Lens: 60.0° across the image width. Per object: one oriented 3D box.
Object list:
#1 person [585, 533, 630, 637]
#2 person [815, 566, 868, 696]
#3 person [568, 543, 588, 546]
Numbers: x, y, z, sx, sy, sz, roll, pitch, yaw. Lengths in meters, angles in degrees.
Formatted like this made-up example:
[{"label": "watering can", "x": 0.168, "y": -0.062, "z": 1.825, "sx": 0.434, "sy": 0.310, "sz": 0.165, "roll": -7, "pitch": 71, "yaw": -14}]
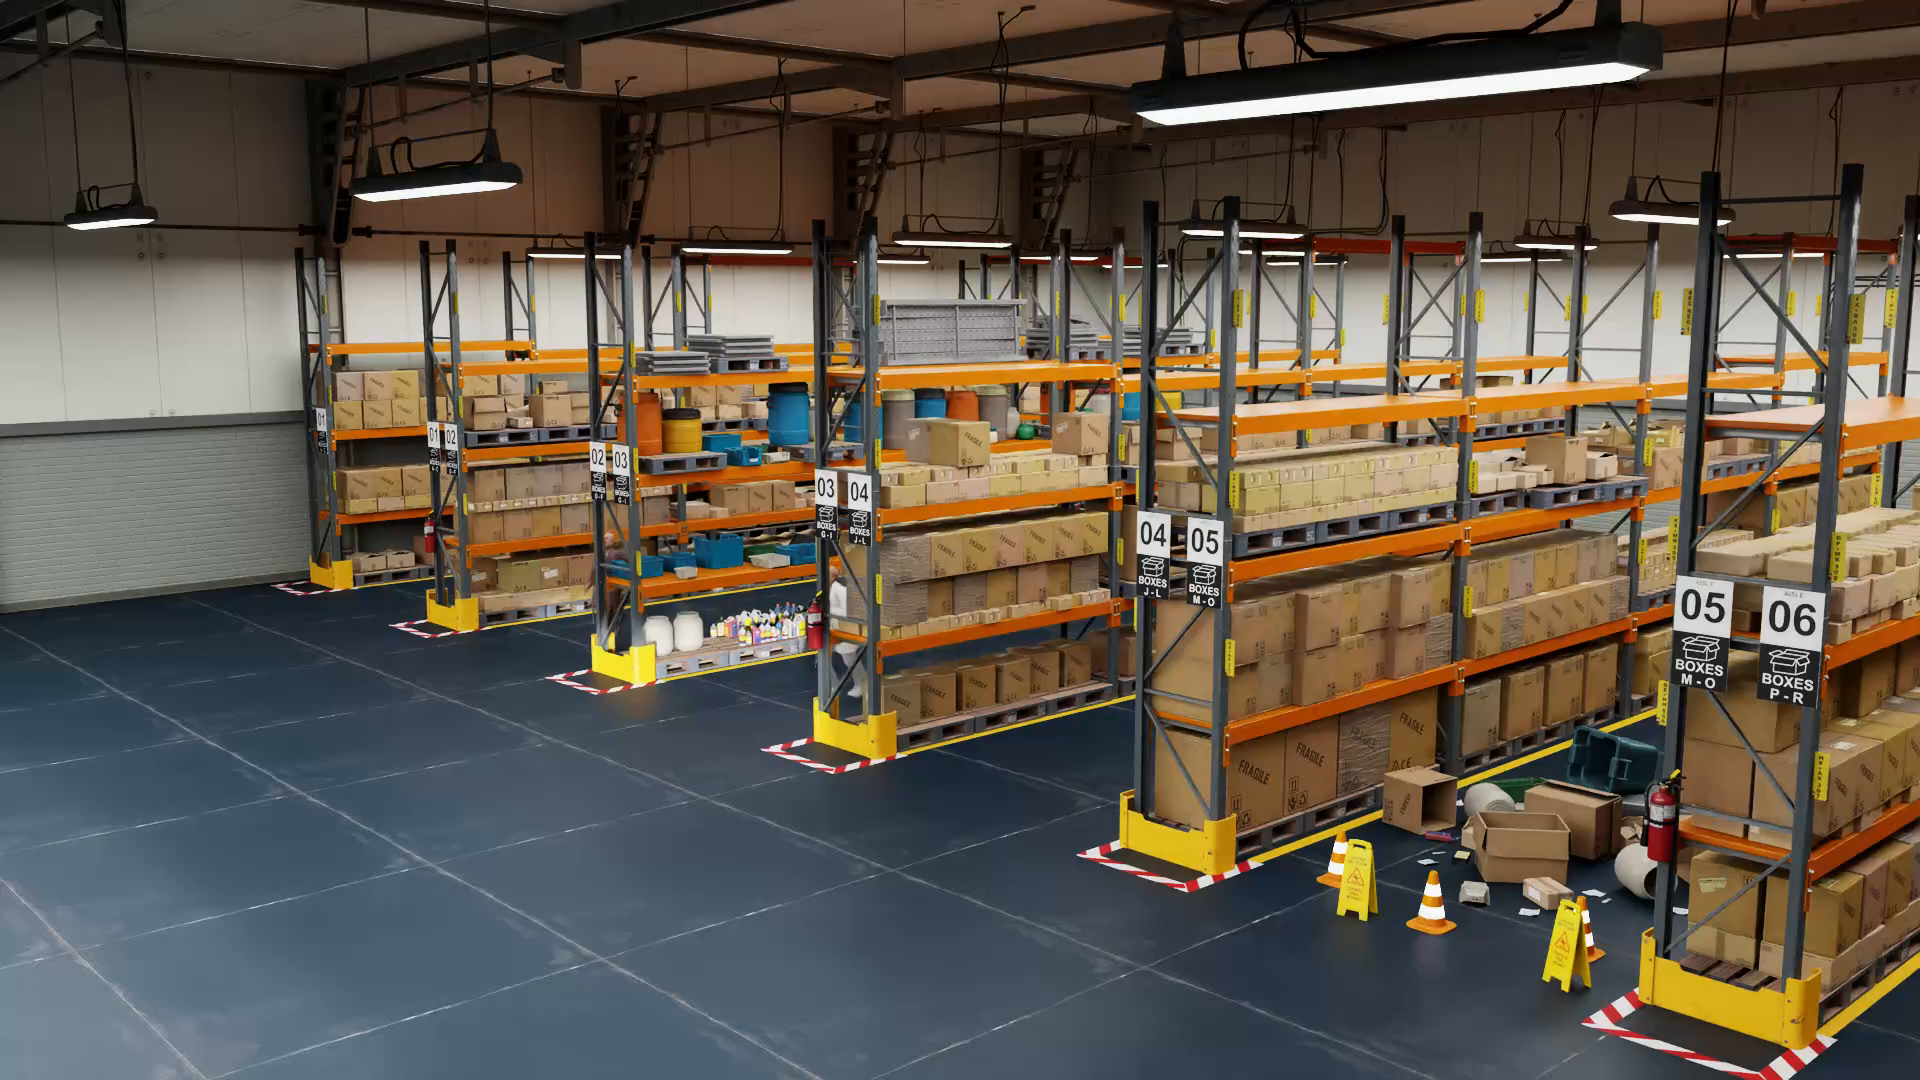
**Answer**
[{"label": "person", "x": -5.135, "y": 0.748, "z": 24.394, "sx": 0.708, "sy": 1.734, "sz": 0.680, "roll": 4, "pitch": 9, "yaw": 23}, {"label": "person", "x": -1.506, "y": 1.262, "z": 21.182, "sx": 0.921, "sy": 1.738, "sz": 0.685, "roll": -7, "pitch": 11, "yaw": -38}, {"label": "person", "x": -6.925, "y": -0.104, "z": 30.350, "sx": 0.588, "sy": 1.716, "sz": 0.686, "roll": 4, "pitch": 9, "yaw": 28}]
